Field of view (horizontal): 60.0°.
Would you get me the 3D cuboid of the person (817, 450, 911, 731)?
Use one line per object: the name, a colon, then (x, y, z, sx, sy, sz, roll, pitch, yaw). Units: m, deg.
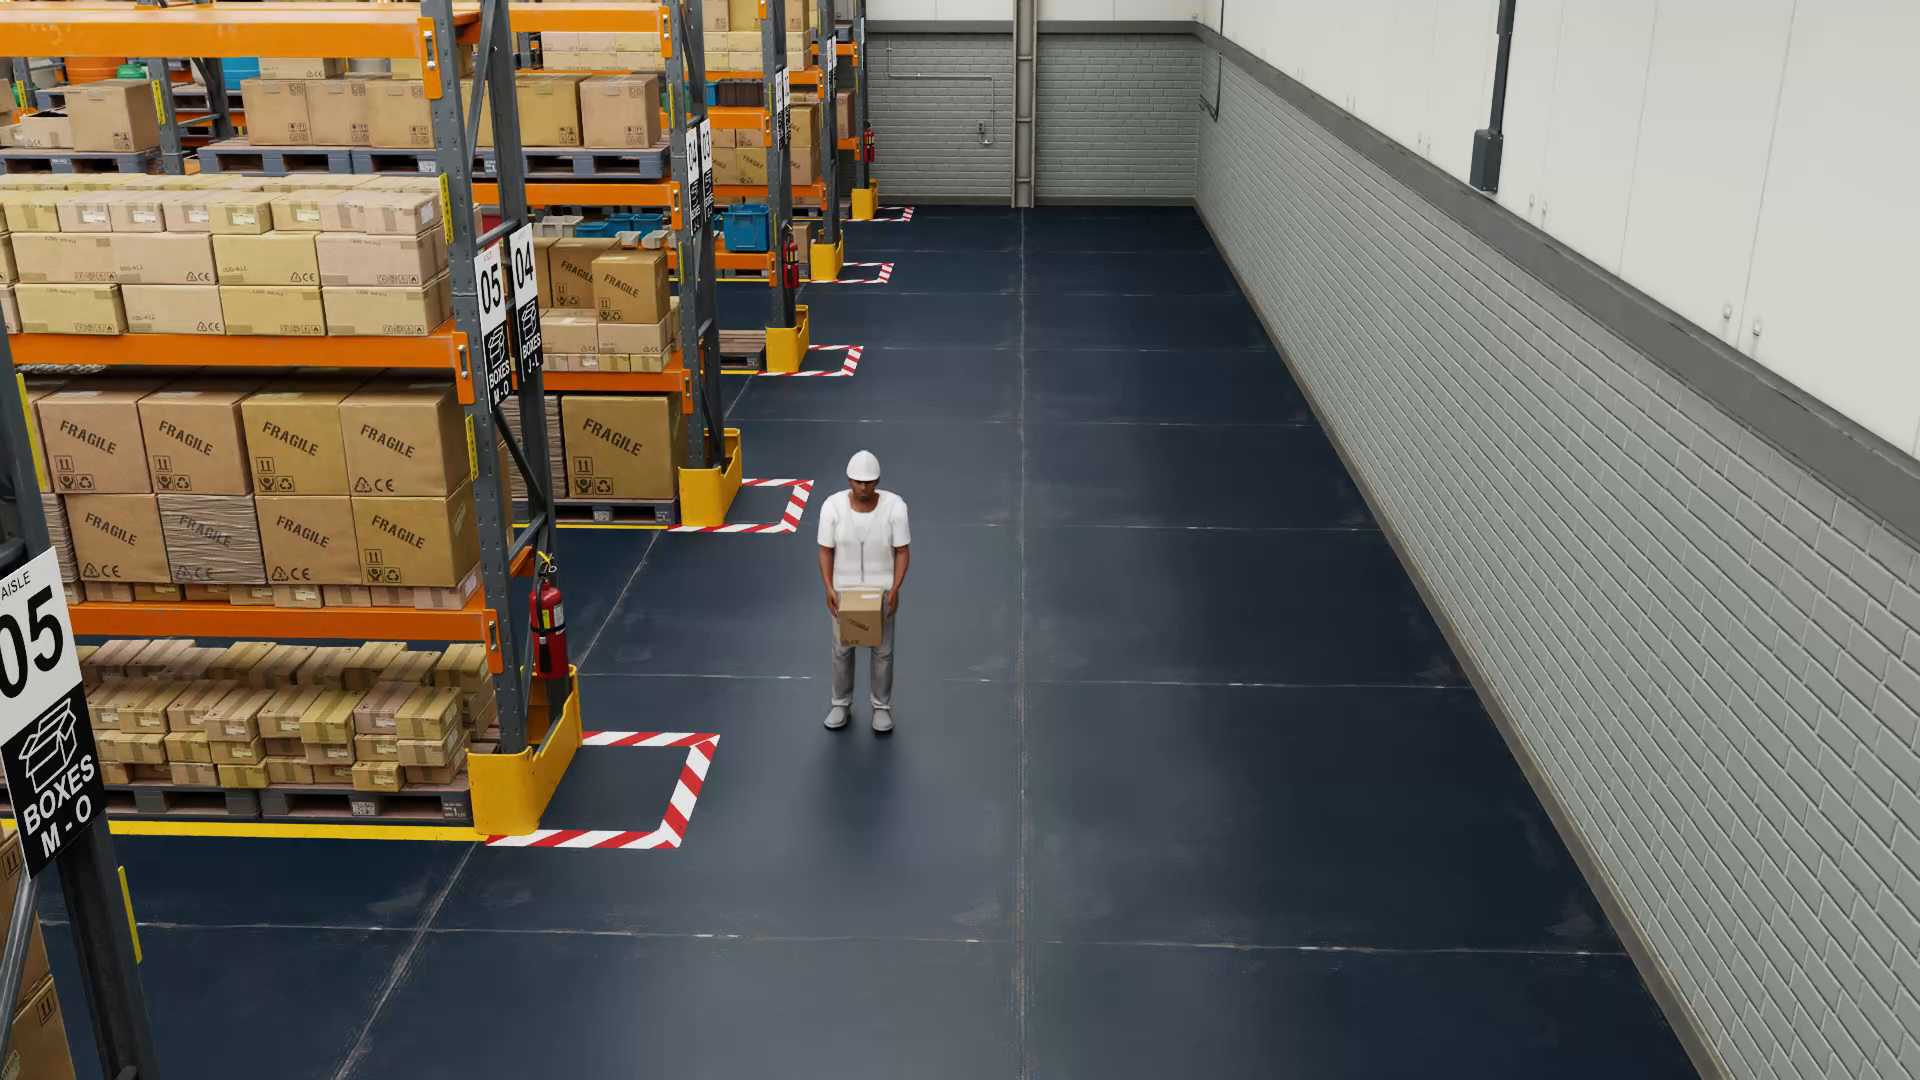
person: (-0.586, 0.311, 10.219, 0.572, 1.767, 0.470, 0, 21, 1)
